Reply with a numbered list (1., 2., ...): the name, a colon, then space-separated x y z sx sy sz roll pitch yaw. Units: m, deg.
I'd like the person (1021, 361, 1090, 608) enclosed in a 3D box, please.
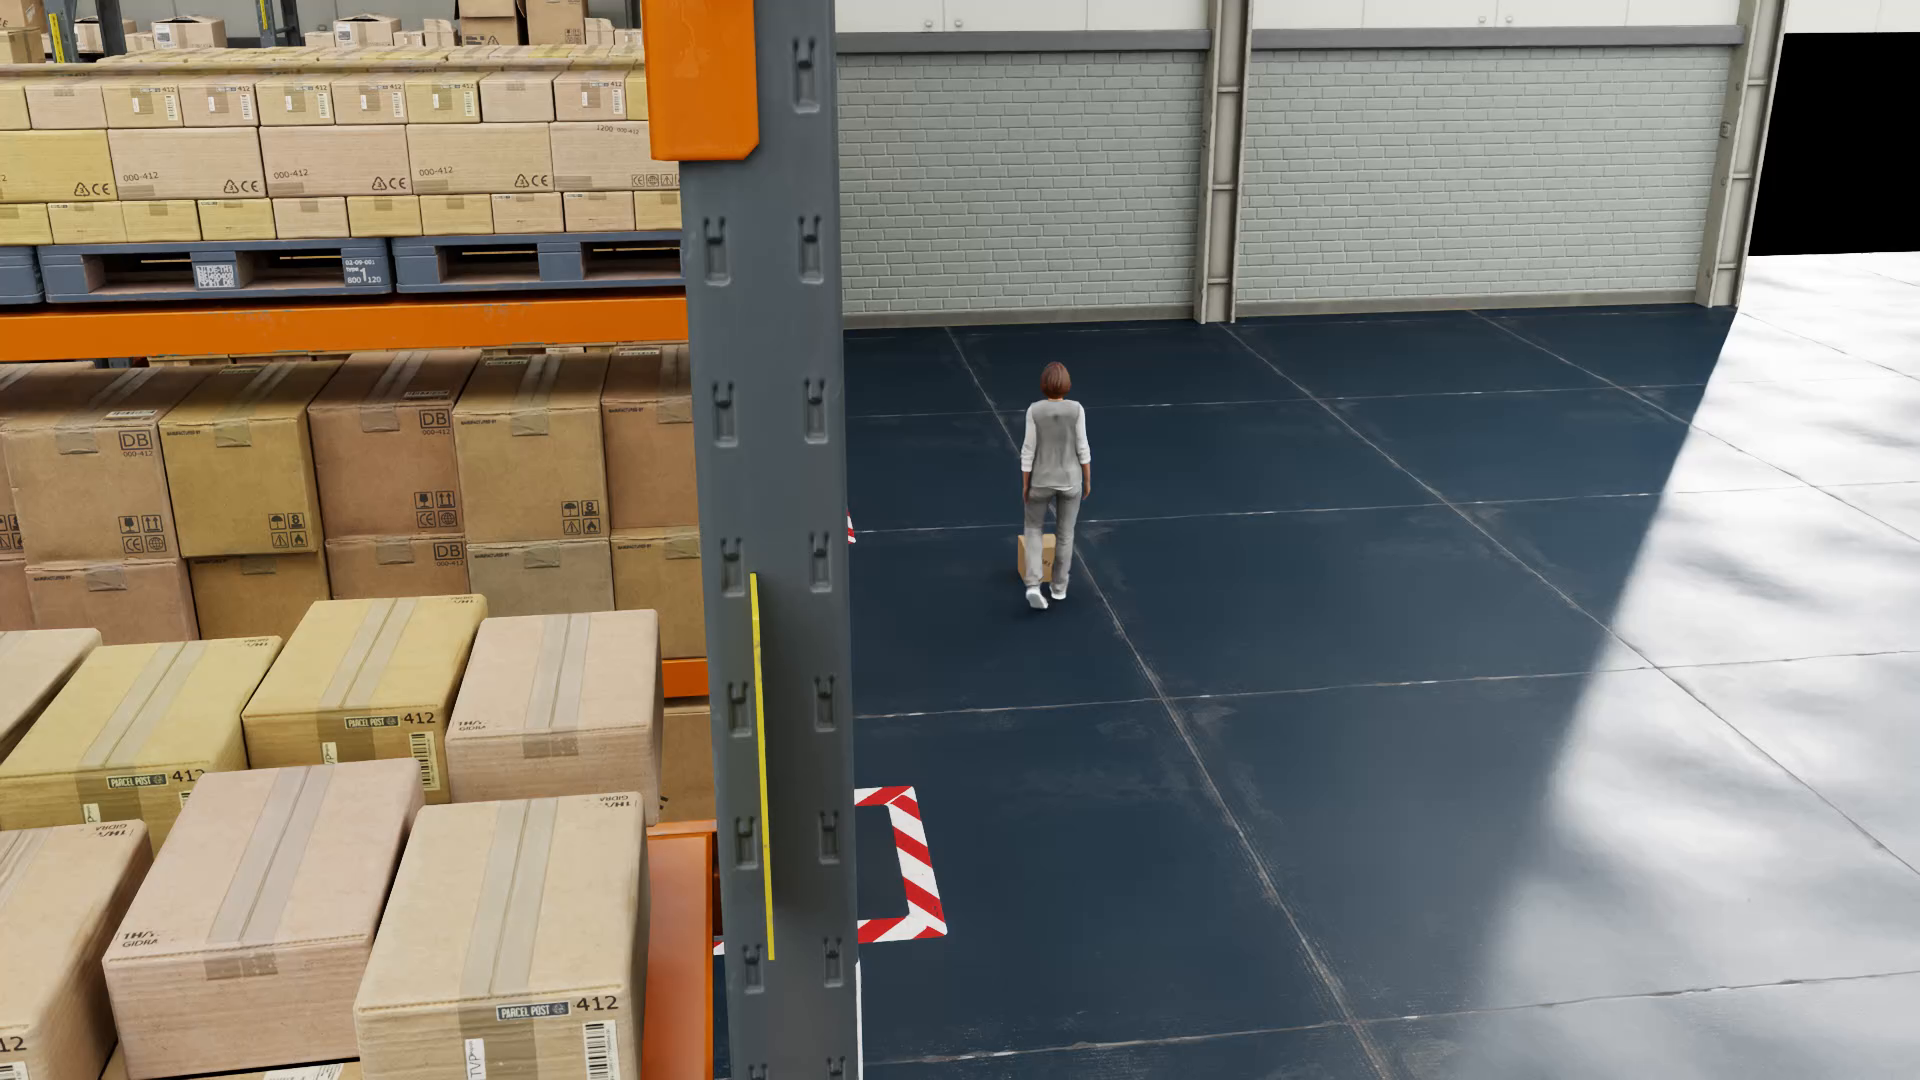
1. person: 0.603 -0.348 10.514 0.446 1.576 0.530 0 20 1
